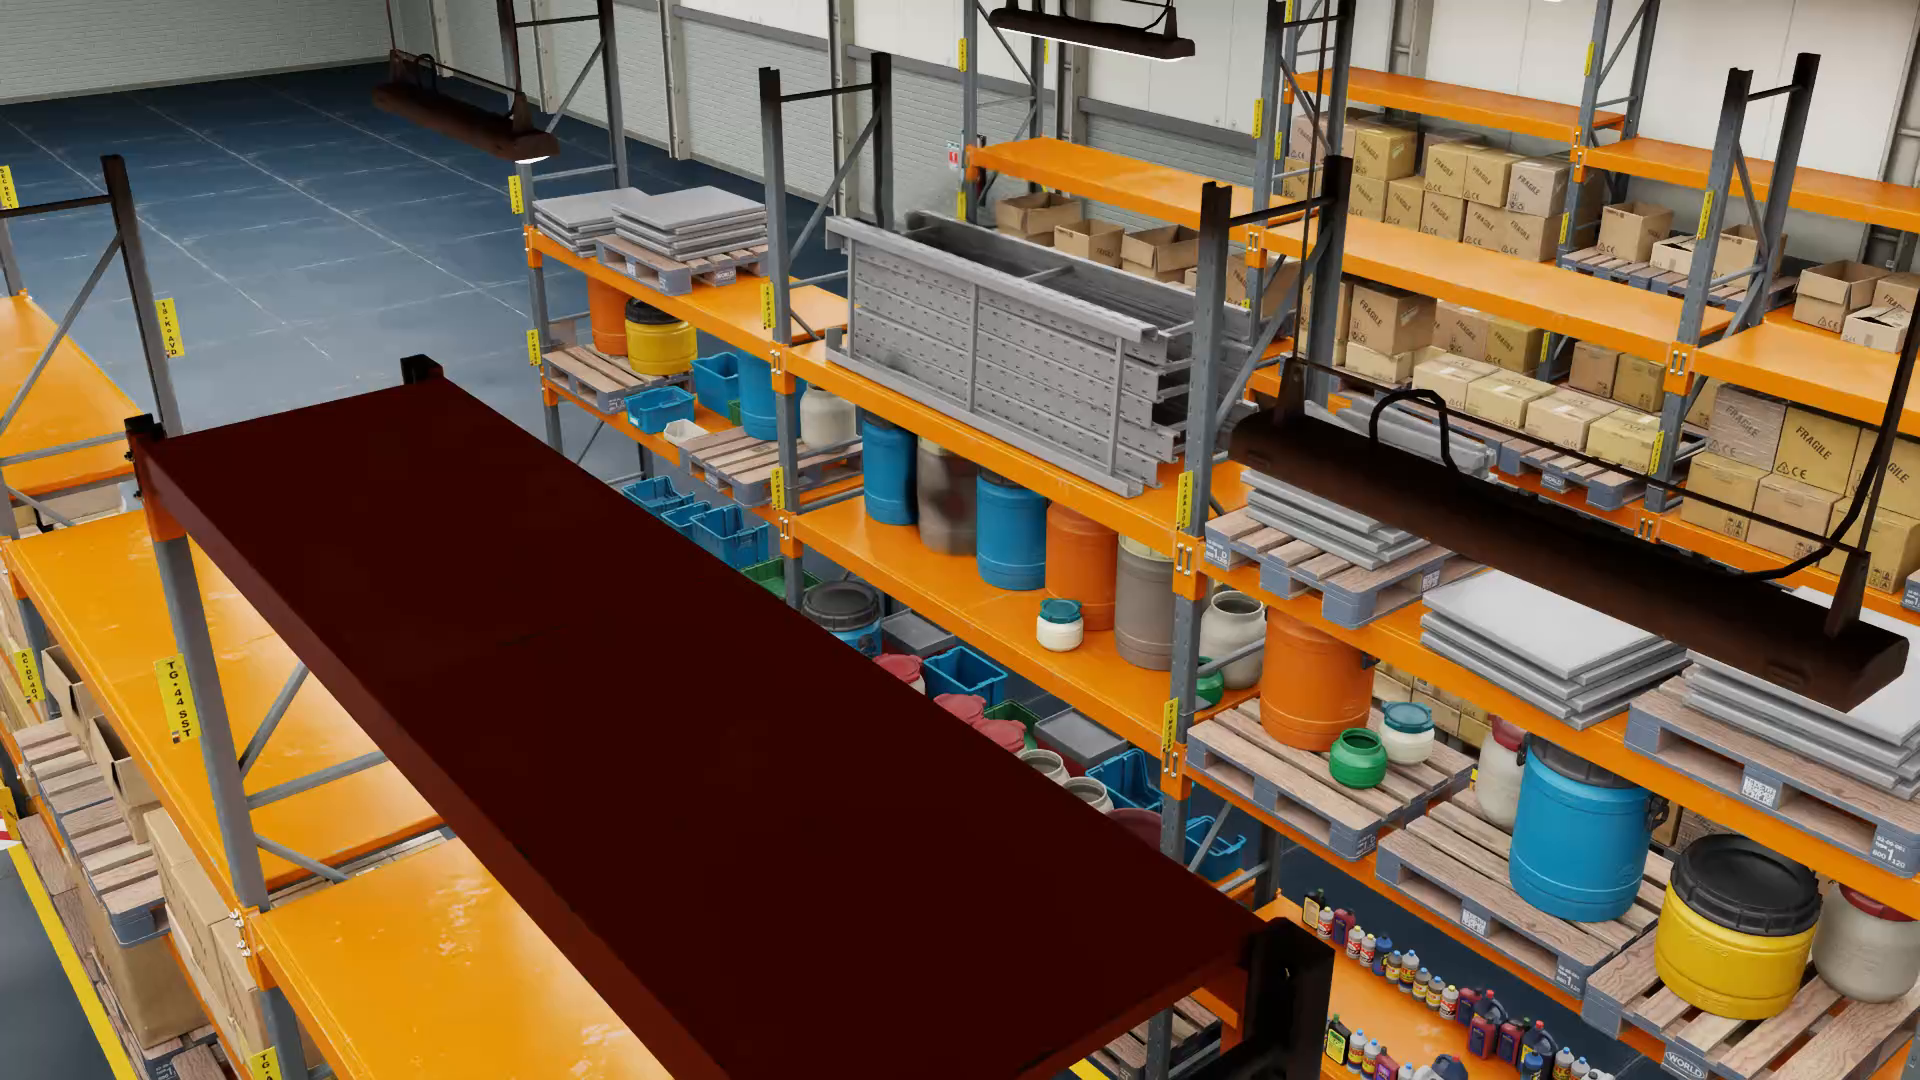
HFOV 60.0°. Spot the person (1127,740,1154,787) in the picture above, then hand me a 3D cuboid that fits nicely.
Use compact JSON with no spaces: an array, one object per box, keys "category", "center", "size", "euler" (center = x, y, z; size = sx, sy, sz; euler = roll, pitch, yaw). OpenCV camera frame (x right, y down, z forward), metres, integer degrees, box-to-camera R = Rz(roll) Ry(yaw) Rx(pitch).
[{"category":"person","center":[1.250,1.529,13.163],"size":[0.676,1.689,0.971],"euler":[-20,32,-36]}]
